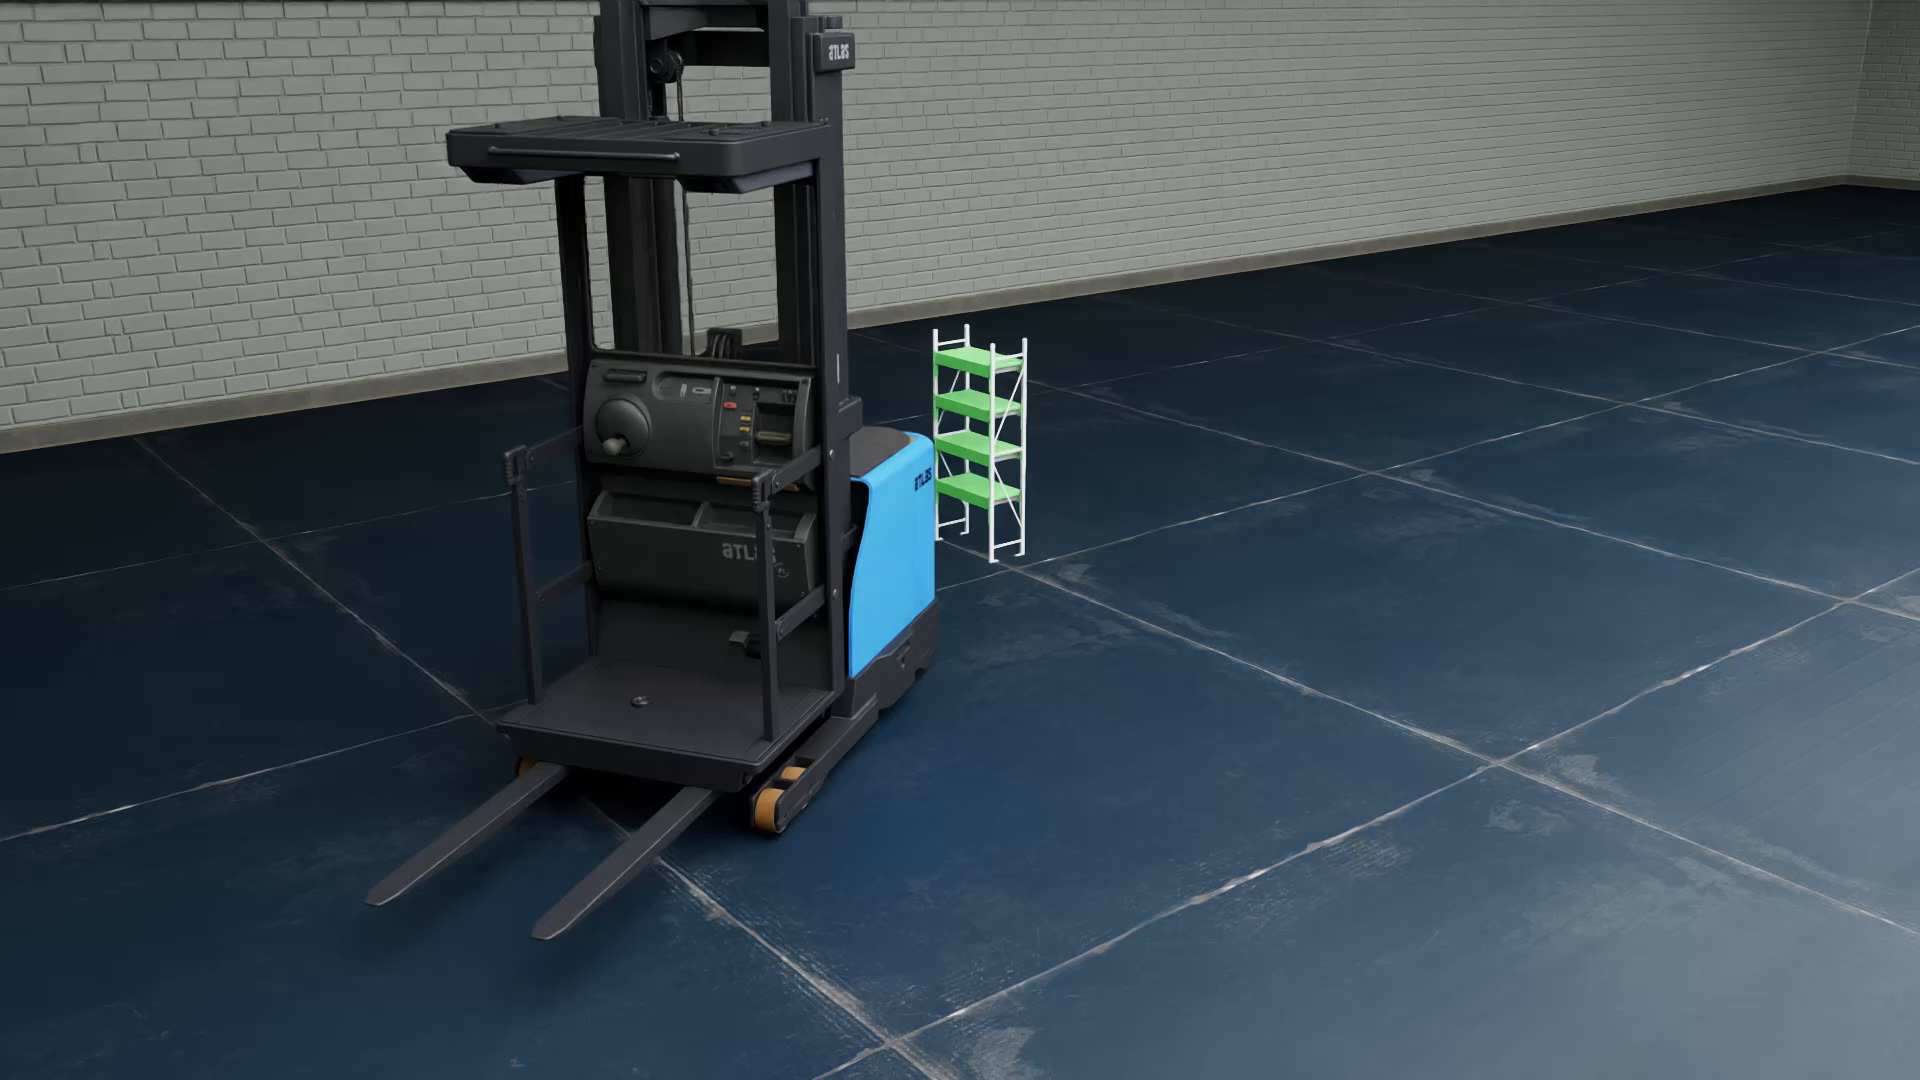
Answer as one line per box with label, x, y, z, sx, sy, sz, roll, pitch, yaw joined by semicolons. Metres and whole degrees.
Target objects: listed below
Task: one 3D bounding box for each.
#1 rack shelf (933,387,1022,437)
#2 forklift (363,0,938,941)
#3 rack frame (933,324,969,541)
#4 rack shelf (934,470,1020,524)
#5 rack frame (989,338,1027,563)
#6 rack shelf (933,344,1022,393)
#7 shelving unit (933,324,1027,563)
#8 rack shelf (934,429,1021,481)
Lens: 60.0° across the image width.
rack shelf;0.103;-0.696;8.995;0.258;0.148;0.480;-14;23;-36
forklift;-1.064;-0.458;6.082;1.130;2.935;3.031;6;19;18
rack frame;-0.049;-0.589;9.232;0.240;1.200;0.015;-14;23;-36
rack shelf;0.103;-0.240;9.146;0.258;0.148;0.480;-14;23;-36
rack frame;0.254;-0.469;8.869;0.240;1.200;0.015;-14;23;-36
rack shelf;0.103;-0.924;8.920;0.258;0.148;0.480;-14;23;-36
shelving unit;0.103;-0.529;9.051;0.258;1.200;0.503;-14;23;-36
rack shelf;0.103;-0.468;9.071;0.258;0.148;0.480;-14;23;-36
